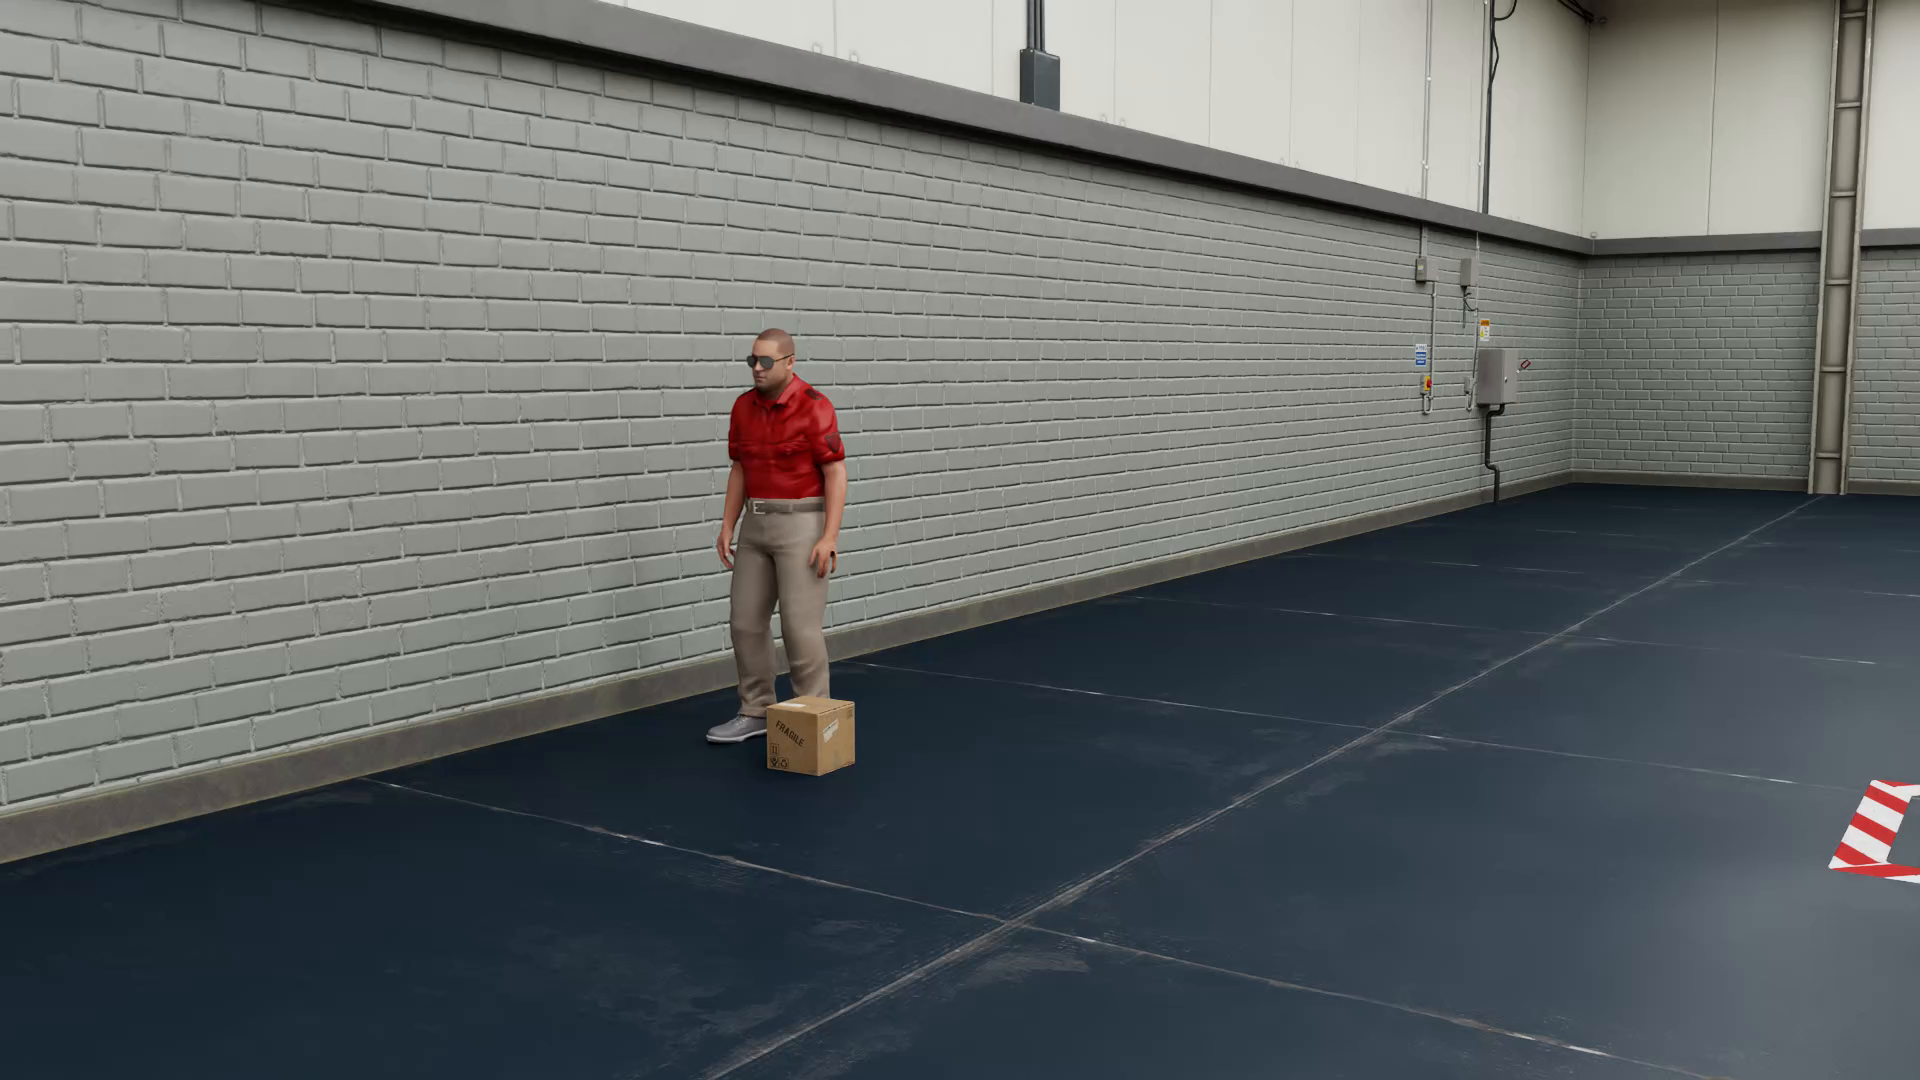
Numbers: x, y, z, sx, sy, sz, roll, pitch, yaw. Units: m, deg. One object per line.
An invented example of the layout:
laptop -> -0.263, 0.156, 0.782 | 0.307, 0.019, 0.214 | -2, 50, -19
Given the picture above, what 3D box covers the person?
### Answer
person -> -0.740, -0.006, 6.892 | 0.596, 1.727, 0.384 | 4, 7, 32
